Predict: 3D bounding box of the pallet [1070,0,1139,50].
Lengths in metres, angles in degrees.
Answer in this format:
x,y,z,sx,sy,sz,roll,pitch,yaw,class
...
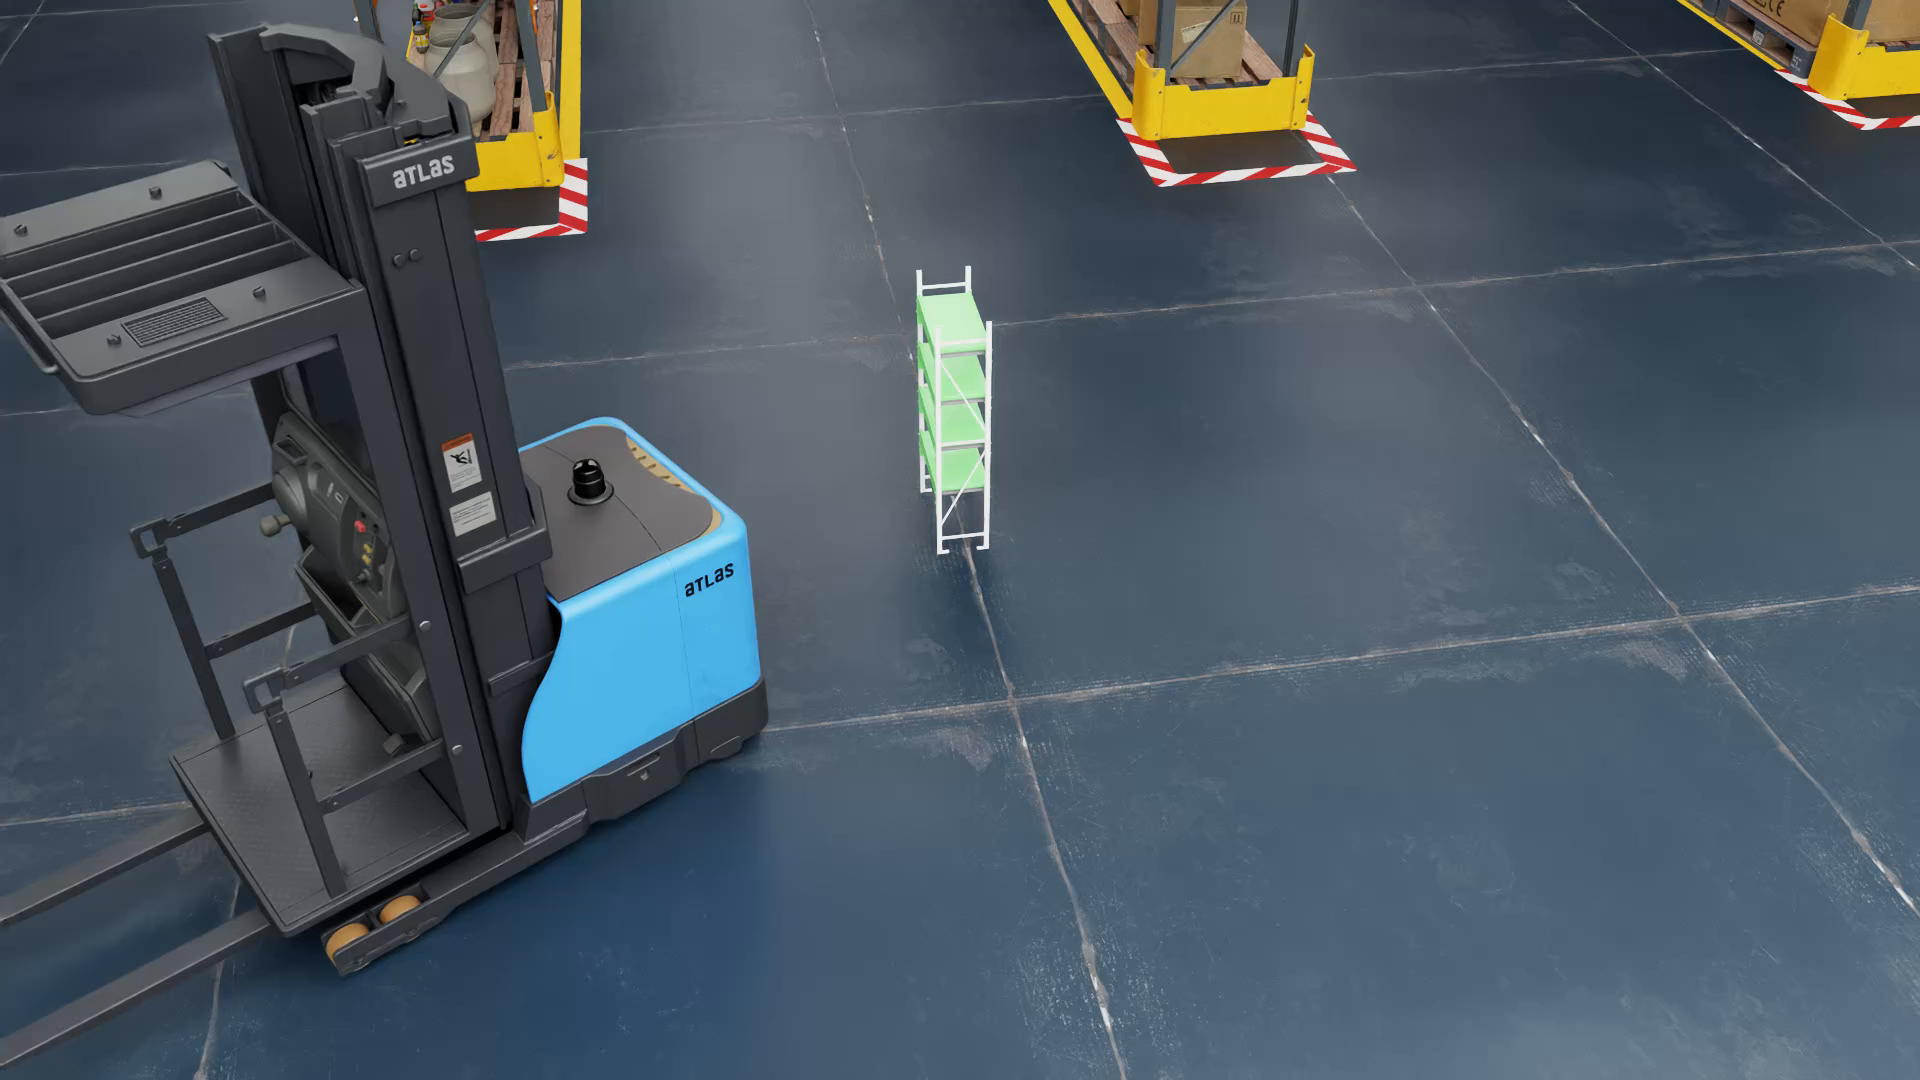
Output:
x,y,z,sx,sy,sz,roll,pitch,yaw,class
1.456,-4.169,12.944,1.003,0.211,1.213,-6,38,-8,pallet

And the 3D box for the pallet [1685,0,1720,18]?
x,y,z,sx,sy,sz,roll,pitch,yaw,class
6.260,-4.575,13.467,1.003,0.211,1.213,-6,38,-8,pallet

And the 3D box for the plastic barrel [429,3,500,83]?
x,y,z,sx,sy,sz,roll,pitch,yaw,class
-3.368,-3.337,11.286,0.421,0.512,0.421,0,38,0,plastic barrel

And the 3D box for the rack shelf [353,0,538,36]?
x,y,z,sx,sy,sz,roll,pitch,yaw,class
-3.440,-4.386,11.536,1.077,0.370,4.000,-6,38,-8,rack shelf

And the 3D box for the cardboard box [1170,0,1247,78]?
x,y,z,sx,sy,sz,roll,pitch,yaw,class
1.694,-3.552,11.572,0.500,0.500,0.500,0,38,1,cardboard box

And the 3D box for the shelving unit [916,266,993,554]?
x,y,z,sx,sy,sz,roll,pitch,yaw,class
-0.029,-0.574,7.511,0.258,1.200,0.503,-6,38,-8,shelving unit

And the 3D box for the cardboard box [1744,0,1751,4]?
x,y,z,sx,sy,sz,roll,pitch,yaw,class
6.348,-4.727,12.779,0.875,0.875,0.875,-7,38,-9,cardboard box

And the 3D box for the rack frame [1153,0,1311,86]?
x,y,z,sx,sy,sz,roll,pitch,yaw,class
1.787,-3.994,10.446,1.000,3.000,0.127,-6,38,-8,rack frame

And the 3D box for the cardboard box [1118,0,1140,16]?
x,y,z,sx,sy,sz,roll,pitch,yaw,class
1.465,-4.290,12.522,0.500,0.500,0.500,-3,38,-4,cardboard box

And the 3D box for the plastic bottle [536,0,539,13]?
x,y,z,sx,sy,sz,roll,pitch,yaw,class
-3.213,-4.076,12.417,0.097,0.271,0.097,0,38,0,plastic bottle

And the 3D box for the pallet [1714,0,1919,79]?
x,y,z,sx,sy,sz,roll,pitch,yaw,class
6.471,-3.840,12.521,1.003,0.211,1.213,-6,38,-8,pallet

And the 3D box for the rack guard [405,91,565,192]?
x,y,z,sx,sy,sz,roll,pitch,yaw,class
-3.149,-2.515,10.580,1.175,0.500,0.348,-6,38,-8,rack guard

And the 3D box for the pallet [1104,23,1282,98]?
x,y,z,sx,sy,sz,roll,pitch,yaw,class
1.666,-3.434,11.998,1.003,0.211,1.213,-6,38,-8,pallet

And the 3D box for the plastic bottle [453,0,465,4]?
x,y,z,sx,sy,sz,roll,pitch,yaw,class
-3.808,-4.104,12.449,0.152,0.276,0.135,-6,38,-8,plastic bottle

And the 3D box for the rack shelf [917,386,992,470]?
x,y,z,sx,sy,sz,roll,pitch,yaw,class
-0.029,-0.523,7.550,0.258,0.148,0.480,-6,38,-8,rack shelf

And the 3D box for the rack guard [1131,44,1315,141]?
x,y,z,sx,sy,sz,roll,pitch,yaw,class
1.774,-3.053,11.272,1.175,0.500,0.348,-6,38,-8,rack guard

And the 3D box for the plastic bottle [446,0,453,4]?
x,y,z,sx,sy,sz,roll,pitch,yaw,class
-3.806,-3.970,12.338,0.097,0.201,0.097,0,38,0,plastic bottle

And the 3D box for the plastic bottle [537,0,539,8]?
x,y,z,sx,sy,sz,roll,pitch,yaw,class
-3.231,-4.110,12.518,0.097,0.201,0.097,0,38,0,plastic bottle

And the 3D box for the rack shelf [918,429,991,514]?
x,y,z,sx,sy,sz,roll,pitch,yaw,class
-0.029,-0.334,7.697,0.258,0.148,0.480,-6,38,-8,rack shelf

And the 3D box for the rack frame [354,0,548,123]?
x,y,z,sx,sy,sz,roll,pitch,yaw,class
-3.089,-3.462,9.761,1.000,3.000,0.127,-6,38,-8,rack frame

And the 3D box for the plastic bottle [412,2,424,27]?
x,y,z,sx,sy,sz,roll,pitch,yaw,class
-3.881,-3.693,11.915,0.061,0.283,0.133,-5,38,-7,plastic bottle

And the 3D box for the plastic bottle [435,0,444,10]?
x,y,z,sx,sy,sz,roll,pitch,yaw,class
-3.755,-3.792,12.041,0.061,0.283,0.133,-6,38,-8,plastic bottle

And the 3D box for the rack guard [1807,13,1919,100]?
x,y,z,sx,sy,sz,roll,pitch,yaw,class
6.692,-3.465,11.803,1.175,0.500,0.348,-6,38,-8,rack guard

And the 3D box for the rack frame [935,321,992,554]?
x,y,z,sx,sy,sz,roll,pitch,yaw,class
0.014,-0.426,7.321,0.240,1.200,0.015,-6,38,-8,rack frame

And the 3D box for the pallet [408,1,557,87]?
x,y,z,sx,sy,sz,roll,pitch,yaw,class
-3.496,-3.628,12.248,1.003,0.211,1.213,-6,38,-8,pallet

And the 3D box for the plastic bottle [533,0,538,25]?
x,y,z,sx,sy,sz,roll,pitch,yaw,class
-3.160,-3.894,12.182,0.097,0.271,0.097,0,38,0,plastic bottle

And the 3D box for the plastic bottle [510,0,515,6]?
x,y,z,sx,sy,sz,roll,pitch,yaw,class
-3.384,-4.199,12.566,0.061,0.283,0.133,-6,38,-8,plastic bottle

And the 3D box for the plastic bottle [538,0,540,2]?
x,y,z,sx,sy,sz,roll,pitch,yaw,class
-3.279,-4.208,12.583,0.152,0.276,0.135,-6,38,-7,plastic bottle

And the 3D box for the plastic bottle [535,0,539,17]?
x,y,z,sx,sy,sz,roll,pitch,yaw,class
-3.195,-3.986,12.358,0.097,0.201,0.097,0,38,0,plastic bottle

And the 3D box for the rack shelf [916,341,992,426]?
x,y,z,sx,sy,sz,roll,pitch,yaw,class
-0.029,-0.713,7.403,0.258,0.148,0.480,-6,38,-8,rack shelf

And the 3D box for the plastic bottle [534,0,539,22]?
x,y,z,sx,sy,sz,roll,pitch,yaw,class
-3.178,-3.954,12.260,0.097,0.271,0.097,0,38,0,plastic bottle

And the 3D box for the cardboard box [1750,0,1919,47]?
x,y,z,sx,sy,sz,roll,pitch,yaw,class
6.504,-4.196,12.096,0.875,0.875,0.875,-6,38,-8,cardboard box

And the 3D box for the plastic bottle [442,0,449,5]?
x,y,z,sx,sy,sz,roll,pitch,yaw,class
-3.765,-3.856,12.191,0.097,0.201,0.097,0,38,0,plastic bottle

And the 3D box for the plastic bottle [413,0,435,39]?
x,y,z,sx,sy,sz,roll,pitch,yaw,class
-3.860,-3.777,12.028,0.152,0.276,0.135,-6,38,-8,plastic bottle

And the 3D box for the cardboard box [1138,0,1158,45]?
x,y,z,sx,sy,sz,roll,pitch,yaw,class
1.556,-3.909,12.032,0.500,0.500,0.500,3,38,4,cardboard box

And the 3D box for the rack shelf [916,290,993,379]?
x,y,z,sx,sy,sz,roll,pitch,yaw,class
-0.029,-0.902,7.255,0.258,0.148,0.480,-6,38,-8,rack shelf

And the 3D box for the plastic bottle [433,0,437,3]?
x,y,z,sx,sy,sz,roll,pitch,yaw,class
-3.884,-3.861,12.136,0.152,0.276,0.135,-7,38,-9,plastic bottle

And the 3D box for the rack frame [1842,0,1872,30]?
x,y,z,sx,sy,sz,roll,pitch,yaw,class
6.688,-4.467,11.055,1.000,3.000,0.127,-6,38,-8,rack frame

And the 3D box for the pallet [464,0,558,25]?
x,y,z,sx,sy,sz,roll,pitch,yaw,class
-3.714,-4.366,13.198,1.003,0.211,1.213,-6,38,-8,pallet

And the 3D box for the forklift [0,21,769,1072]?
x,y,z,sx,sy,sz,roll,pitch,yaw,class
-2.224,-0.018,5.384,3.031,2.935,1.130,-27,45,-31,forklift

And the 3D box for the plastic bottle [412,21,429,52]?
x,y,z,sx,sy,sz,roll,pitch,yaw,class
-3.843,-3.592,11.851,0.097,0.201,0.097,0,38,0,plastic bottle

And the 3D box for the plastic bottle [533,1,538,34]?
x,y,z,sx,sy,sz,roll,pitch,yaw,class
-3.122,-3.830,12.090,0.061,0.283,0.133,-6,38,-7,plastic bottle

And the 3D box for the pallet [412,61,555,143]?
x,y,z,sx,sy,sz,roll,pitch,yaw,class
-3.286,-2.893,11.301,1.003,0.211,1.213,-6,38,-8,pallet

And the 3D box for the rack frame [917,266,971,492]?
x,y,z,sx,sy,sz,roll,pitch,yaw,class
-0.072,-0.721,7.700,0.240,1.200,0.015,-6,38,-8,rack frame

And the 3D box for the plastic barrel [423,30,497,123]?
x,y,z,sx,sy,sz,roll,pitch,yaw,class
-3.280,-3.034,10.896,0.421,0.512,0.421,0,38,0,plastic barrel
